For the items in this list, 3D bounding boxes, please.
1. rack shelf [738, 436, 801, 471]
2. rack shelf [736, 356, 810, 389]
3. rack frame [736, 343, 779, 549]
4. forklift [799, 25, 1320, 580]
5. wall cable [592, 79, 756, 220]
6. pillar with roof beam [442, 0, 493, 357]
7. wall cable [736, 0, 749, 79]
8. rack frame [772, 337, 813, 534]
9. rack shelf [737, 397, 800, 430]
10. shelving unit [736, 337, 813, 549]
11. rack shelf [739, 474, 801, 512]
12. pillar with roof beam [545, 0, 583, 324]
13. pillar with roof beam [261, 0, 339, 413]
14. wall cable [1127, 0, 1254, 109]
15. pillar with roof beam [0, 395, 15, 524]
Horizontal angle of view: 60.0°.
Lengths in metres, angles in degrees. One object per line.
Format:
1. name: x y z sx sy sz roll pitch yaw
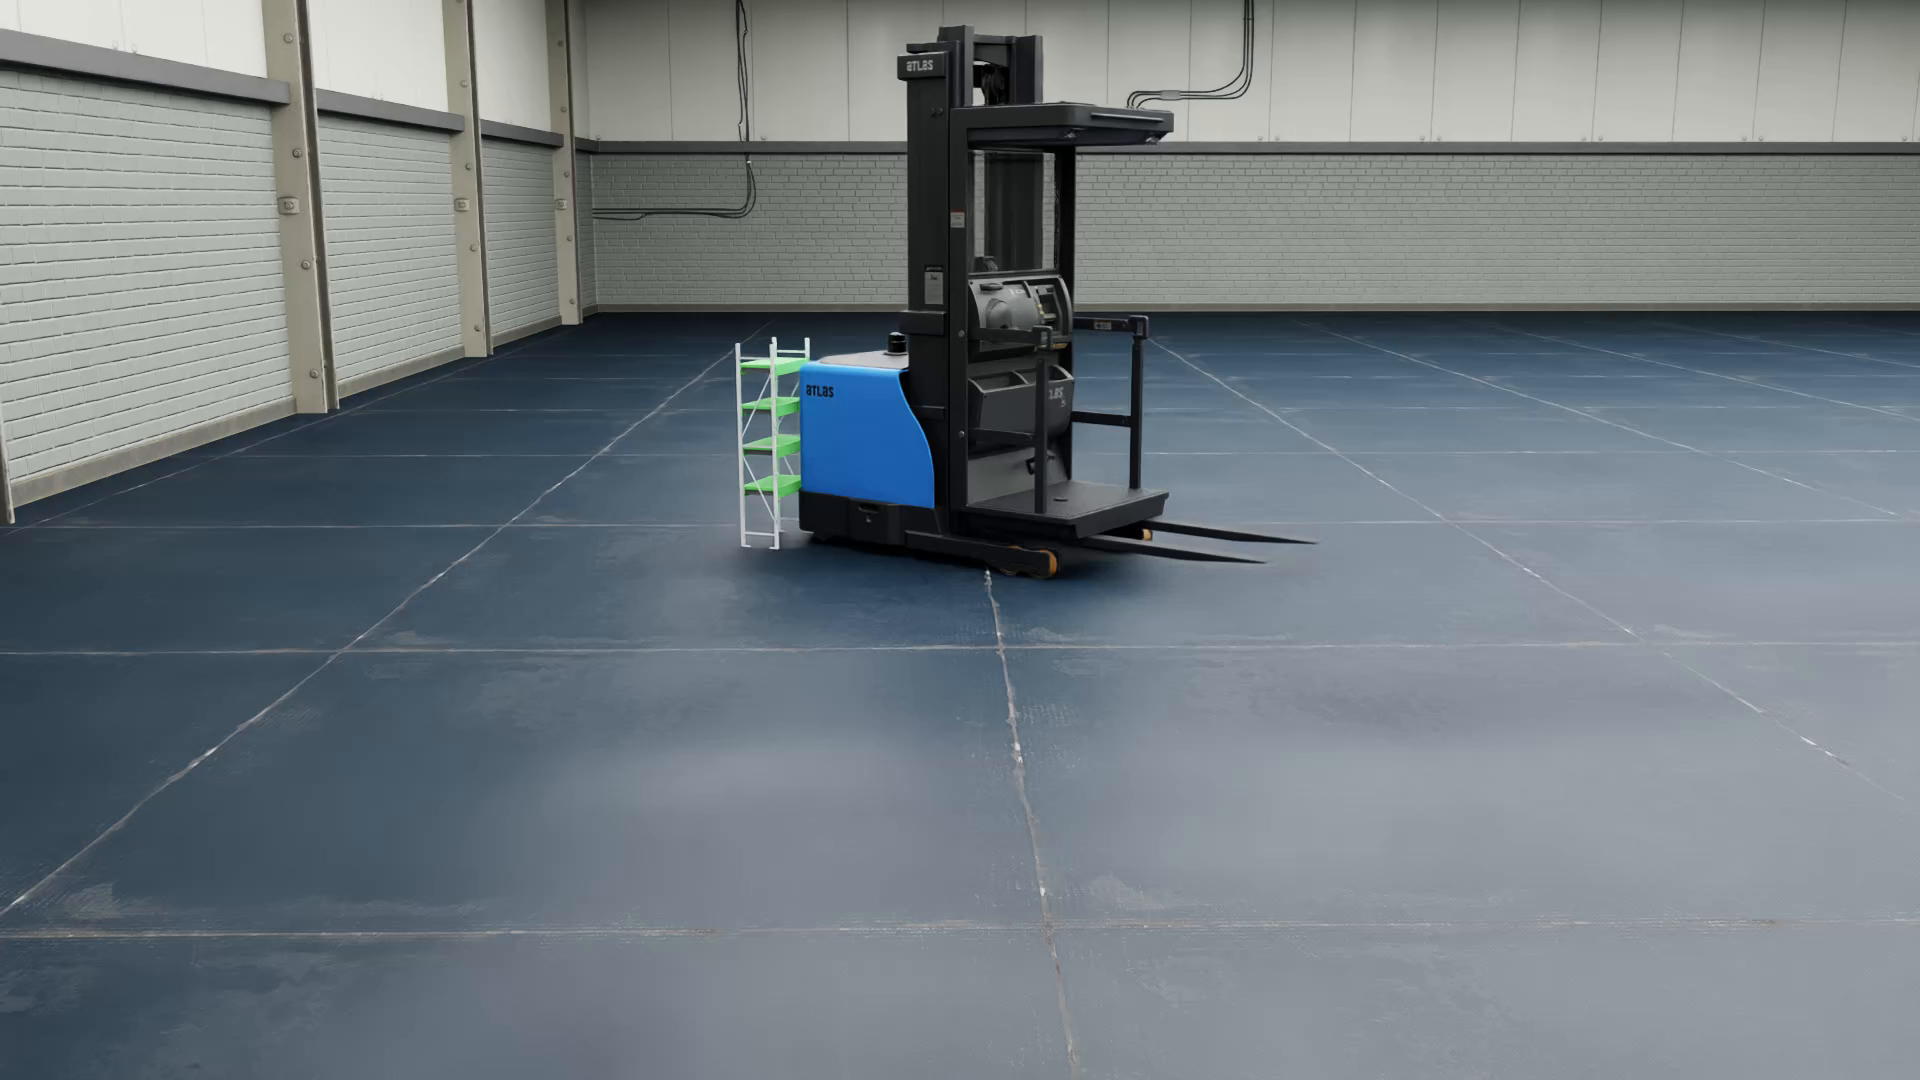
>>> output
1. rack shelf: -1.104 -0.527 9.958 0.258 0.148 0.480 4 12 19
2. rack shelf: -1.105 -0.997 9.863 0.258 0.148 0.480 4 12 19
3. rack frame: -1.183 -0.544 9.720 0.240 1.200 0.015 4 12 19
4. forklift: 0.516 -1.338 9.282 3.031 2.935 1.130 8 14 36
5. wall cable: -5.298 -7.133 30.397 3.097 2.526 0.112 0 11 -1
6. pillar with roof beam: -2.131 -6.889 21.383 9.100 9.000 0.400 0 11 -1
7. wall cable: -2.593 -9.620 29.950 3.097 2.526 0.112 0 11 -1
8. rack frame: -1.025 -0.635 10.172 0.240 1.200 0.015 4 12 19
9. rack shelf: -1.105 -0.762 9.911 0.258 0.148 0.480 4 12 19
10. shelving unit: -1.104 -0.590 9.946 0.258 1.200 0.503 4 12 19
11. rack shelf: -1.103 -0.292 10.006 0.258 0.148 0.480 4 12 19
12. pillar with roof beam: -2.255 -8.082 27.262 9.100 9.000 0.400 0 11 -1
13. pillar with roof beam: -2.007 -5.696 15.504 9.100 9.000 0.400 0 11 -1
14. wall cable: 4.194 -10.358 29.927 2.305 6.003 0.169 0 11 -1
15. pillar with roof beam: -1.883 -4.504 9.626 9.100 9.000 0.400 0 11 -1
